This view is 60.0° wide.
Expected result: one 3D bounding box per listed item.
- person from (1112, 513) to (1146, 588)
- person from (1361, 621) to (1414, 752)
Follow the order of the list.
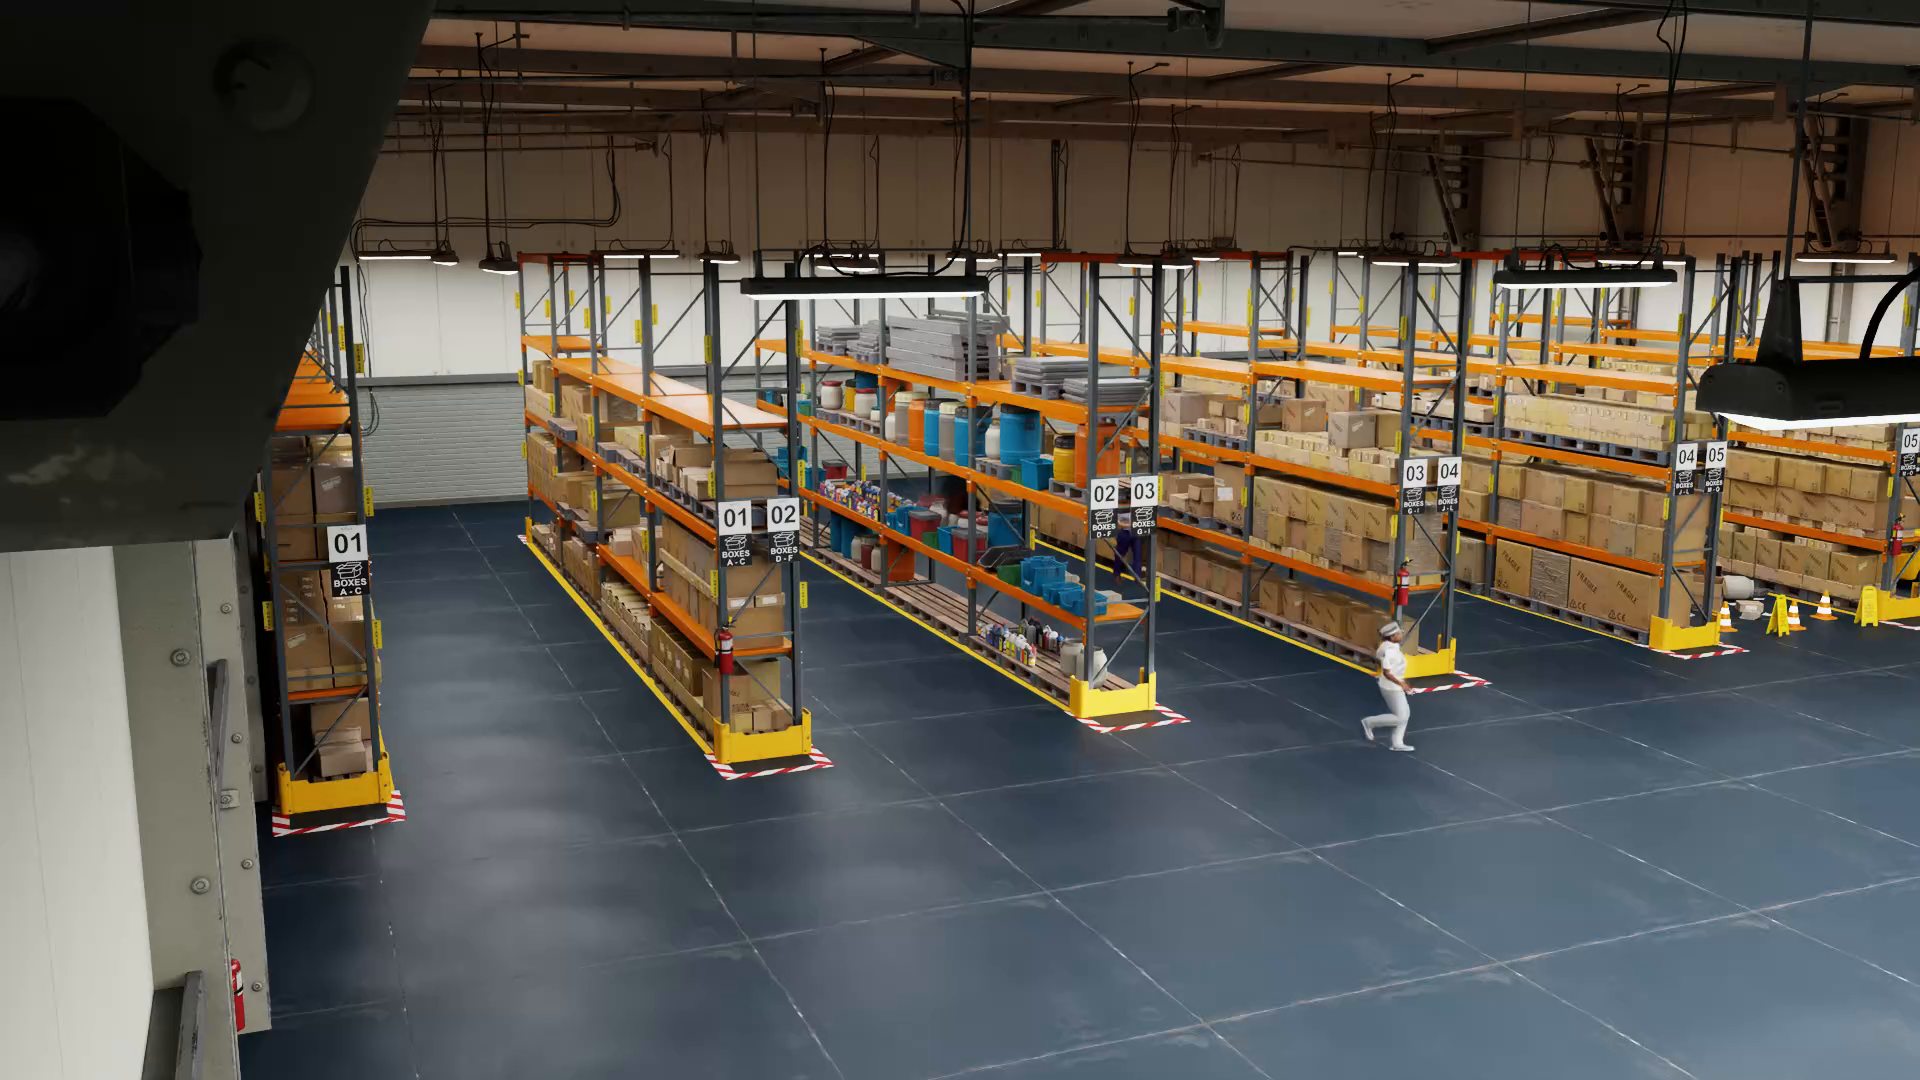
[{"bbox_3d":[2.965,-0.006,28.903,0.612,1.706,0.838,-5,12,-26],"label":"person"},{"bbox_3d":[5.318,1.811,20.612,0.672,1.649,0.593,1,10,7],"label":"person"}]
